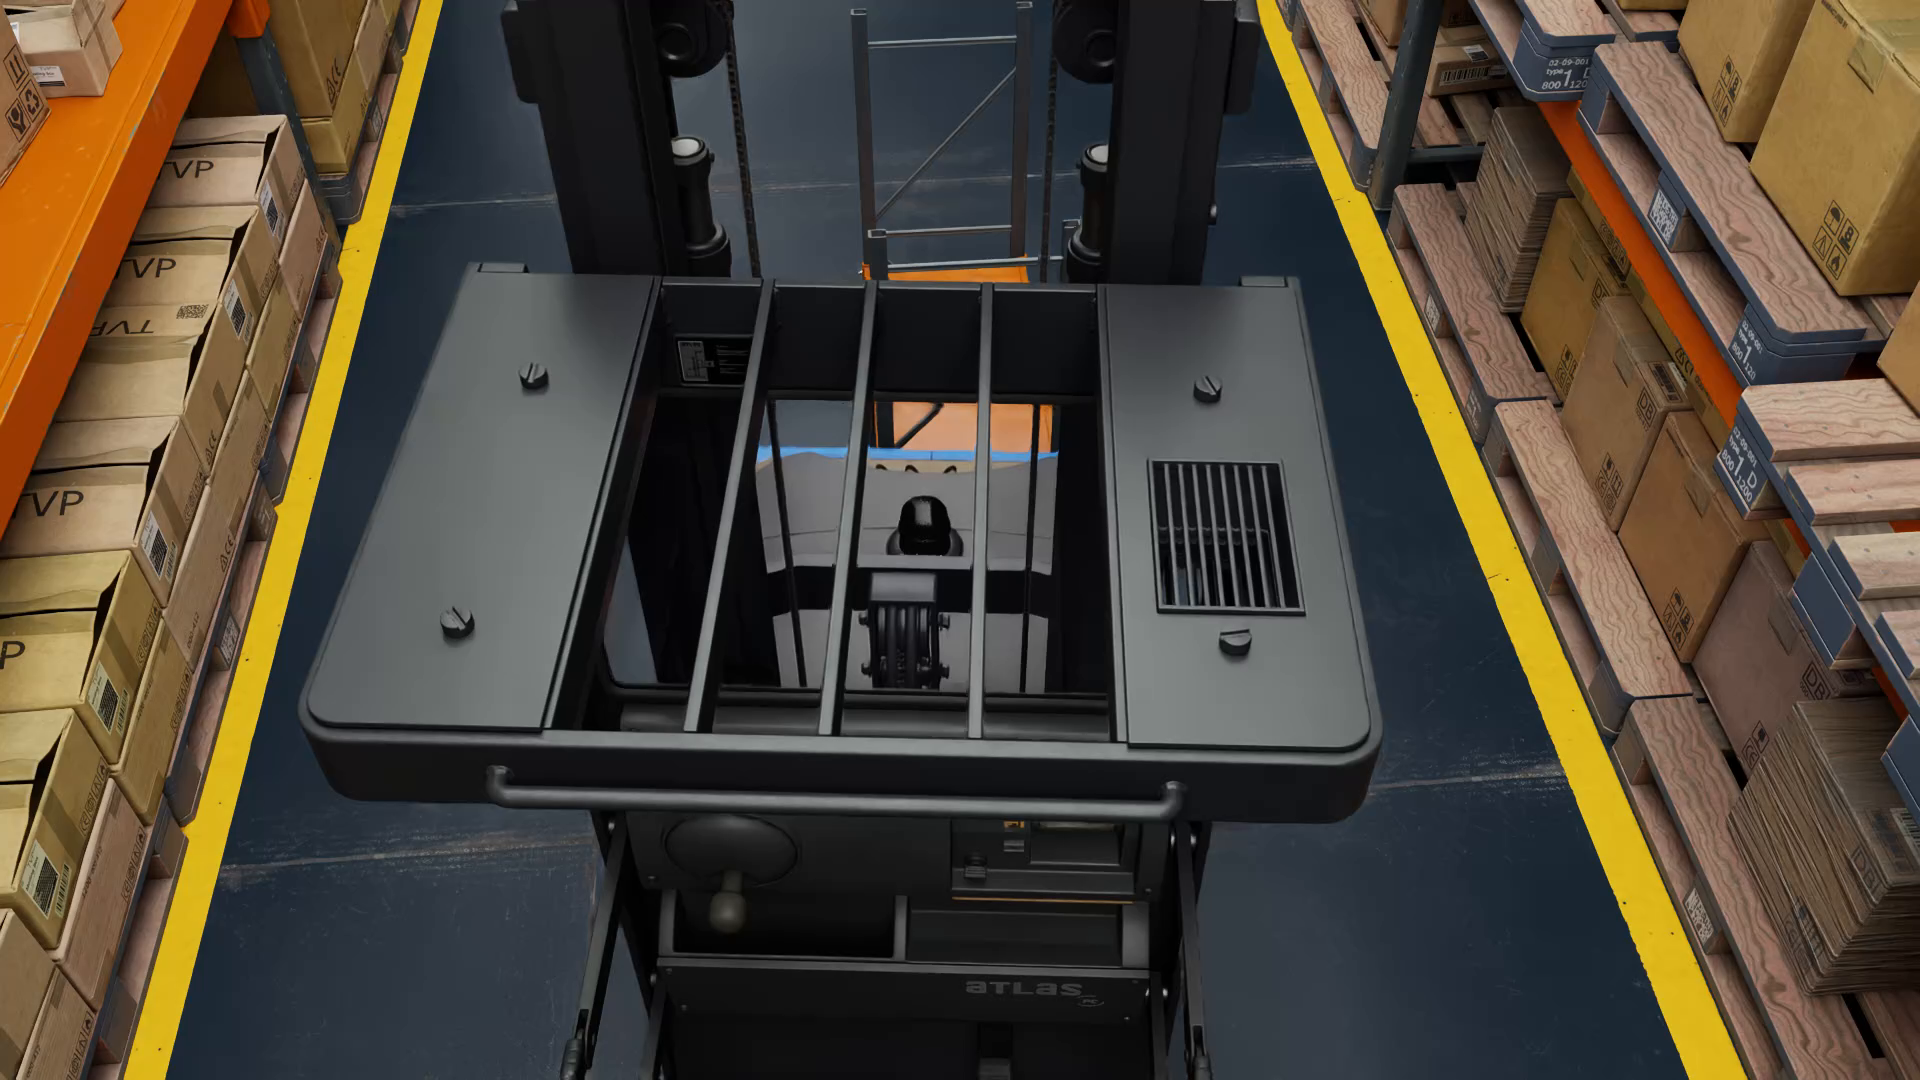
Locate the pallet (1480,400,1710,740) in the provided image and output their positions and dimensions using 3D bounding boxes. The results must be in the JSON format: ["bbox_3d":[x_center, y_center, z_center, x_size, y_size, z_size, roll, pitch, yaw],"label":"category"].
[{"bbox_3d":[2.274,0.032,5.074,1.003,0.211,1.213,-3,47,-3],"label":"pallet"}]

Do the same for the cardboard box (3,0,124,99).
[{"bbox_3d":[-2.577,-1.400,4.602,0.396,0.266,0.258,-5,47,-4],"label":"cardboard box"}]

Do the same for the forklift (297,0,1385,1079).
[{"bbox_3d":[-0.110,0.577,2.685,1.130,2.935,3.031,1,47,1],"label":"forklift"}]

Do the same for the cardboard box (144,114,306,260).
[{"bbox_3d":[-2.514,-1.187,5.527,0.500,0.311,0.500,-3,47,-3],"label":"cardboard box"}]

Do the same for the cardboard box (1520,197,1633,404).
[{"bbox_3d":[2.274,-0.764,5.327,0.700,0.500,0.500,-4,47,-4],"label":"cardboard box"}]

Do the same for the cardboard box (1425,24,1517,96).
[{"bbox_3d":[2.027,-1.937,6.667,0.380,0.166,0.250,-9,47,-8],"label":"cardboard box"}]

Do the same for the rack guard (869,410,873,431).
[{"bbox_3d":[-0.048,-0.501,5.553,0.587,0.250,0.087,-3,47,-3],"label":"rack guard"}]

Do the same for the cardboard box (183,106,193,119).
[{"bbox_3d":[-3.090,-1.592,6.297,0.500,0.250,0.500,-3,47,-3],"label":"cardboard box"}]

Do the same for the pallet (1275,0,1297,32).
[{"bbox_3d":[1.905,-2.785,7.742,1.003,0.211,1.213,-3,47,-3],"label":"pallet"}]

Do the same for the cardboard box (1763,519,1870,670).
[{"bbox_3d":[2.339,0.036,4.053,0.500,0.250,0.500,-3,47,-3],"label":"cardboard box"}]

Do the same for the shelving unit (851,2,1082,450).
[{"bbox_3d":[-0.006,-0.571,4.758,0.587,1.500,1.083,-3,47,-3],"label":"shelving unit"}]

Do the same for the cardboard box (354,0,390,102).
[{"bbox_3d":[-2.607,-1.986,6.670,0.500,0.250,0.500,-3,47,-3],"label":"cardboard box"}]

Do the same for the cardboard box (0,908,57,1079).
[{"bbox_3d":[-2.250,1.034,3.423,0.500,0.311,0.500,-2,47,-2],"label":"cardboard box"}]

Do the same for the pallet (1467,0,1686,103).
[{"bbox_3d":[2.021,-1.747,4.971,1.003,0.211,1.213,-3,47,-3],"label":"pallet"}]

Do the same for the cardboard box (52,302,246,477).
[{"bbox_3d":[-2.425,-0.450,4.829,0.500,0.311,0.500,-4,47,-3],"label":"cardboard box"}]

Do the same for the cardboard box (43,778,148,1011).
[{"bbox_3d":[-2.293,0.864,3.971,0.500,0.250,0.500,-5,47,-4],"label":"cardboard box"}]

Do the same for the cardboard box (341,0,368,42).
[{"bbox_3d":[-2.610,-2.244,6.397,0.500,0.500,0.500,-3,47,-3],"label":"cardboard box"}]

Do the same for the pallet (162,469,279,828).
[{"bbox_3d":[-2.628,0.303,4.817,1.003,0.211,1.213,-3,47,-3],"label":"pallet"}]

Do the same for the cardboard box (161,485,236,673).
[{"bbox_3d":[-2.385,0.117,4.678,0.500,0.250,0.500,-3,47,-2],"label":"cardboard box"}]

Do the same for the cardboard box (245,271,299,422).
[{"bbox_3d":[-2.470,-0.622,5.377,0.500,0.250,0.500,-4,47,-4],"label":"cardboard box"}]

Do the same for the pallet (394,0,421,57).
[{"bbox_3d":[-2.964,-2.575,7.543,1.003,0.211,1.213,-3,47,-3],"label":"pallet"}]

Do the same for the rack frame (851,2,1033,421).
[{"bbox_3d":[-0.050,-0.945,5.112,0.500,1.500,0.032,-3,47,-3],"label":"rack frame"}]

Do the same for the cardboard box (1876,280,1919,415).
[{"bbox_3d":[2.314,-0.409,3.199,0.700,0.500,0.500,-7,47,-7],"label":"cardboard box"}]

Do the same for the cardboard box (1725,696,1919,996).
[{"bbox_3d":[2.325,0.710,3.931,0.700,0.500,0.500,-3,47,-3],"label":"cardboard box"}]

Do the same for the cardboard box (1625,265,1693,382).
[{"bbox_3d":[2.268,-0.698,4.748,0.500,0.250,0.500,-5,47,-4],"label":"cardboard box"}]

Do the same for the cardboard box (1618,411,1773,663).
[{"bbox_3d":[2.328,-0.028,4.629,0.700,0.500,0.500,-4,47,-4],"label":"cardboard box"}]

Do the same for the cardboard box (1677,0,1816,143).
[{"bbox_3d":[2.237,-1.311,4.054,0.700,0.500,0.500,2,47,2],"label":"cardboard box"}]

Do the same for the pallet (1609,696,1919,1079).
[{"bbox_3d":[2.373,0.913,4.240,1.003,0.211,1.213,-3,47,-3],"label":"pallet"}]

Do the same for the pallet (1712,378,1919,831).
[{"bbox_3d":[2.271,0.076,3.244,1.213,0.211,1.003,-3,47,-3],"label":"pallet"}]

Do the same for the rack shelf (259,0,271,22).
[{"bbox_3d":[-3.001,-3.271,6.777,1.077,0.370,4.000,-3,47,-3],"label":"rack shelf"}]

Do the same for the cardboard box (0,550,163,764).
[{"bbox_3d":[-2.343,0.286,4.132,0.500,0.311,0.500,-5,47,-4],"label":"cardboard box"}]

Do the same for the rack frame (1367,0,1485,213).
[{"bbox_3d":[2.102,-2.375,5.433,1.000,3.000,0.127,-3,47,-3],"label":"rack frame"}]
